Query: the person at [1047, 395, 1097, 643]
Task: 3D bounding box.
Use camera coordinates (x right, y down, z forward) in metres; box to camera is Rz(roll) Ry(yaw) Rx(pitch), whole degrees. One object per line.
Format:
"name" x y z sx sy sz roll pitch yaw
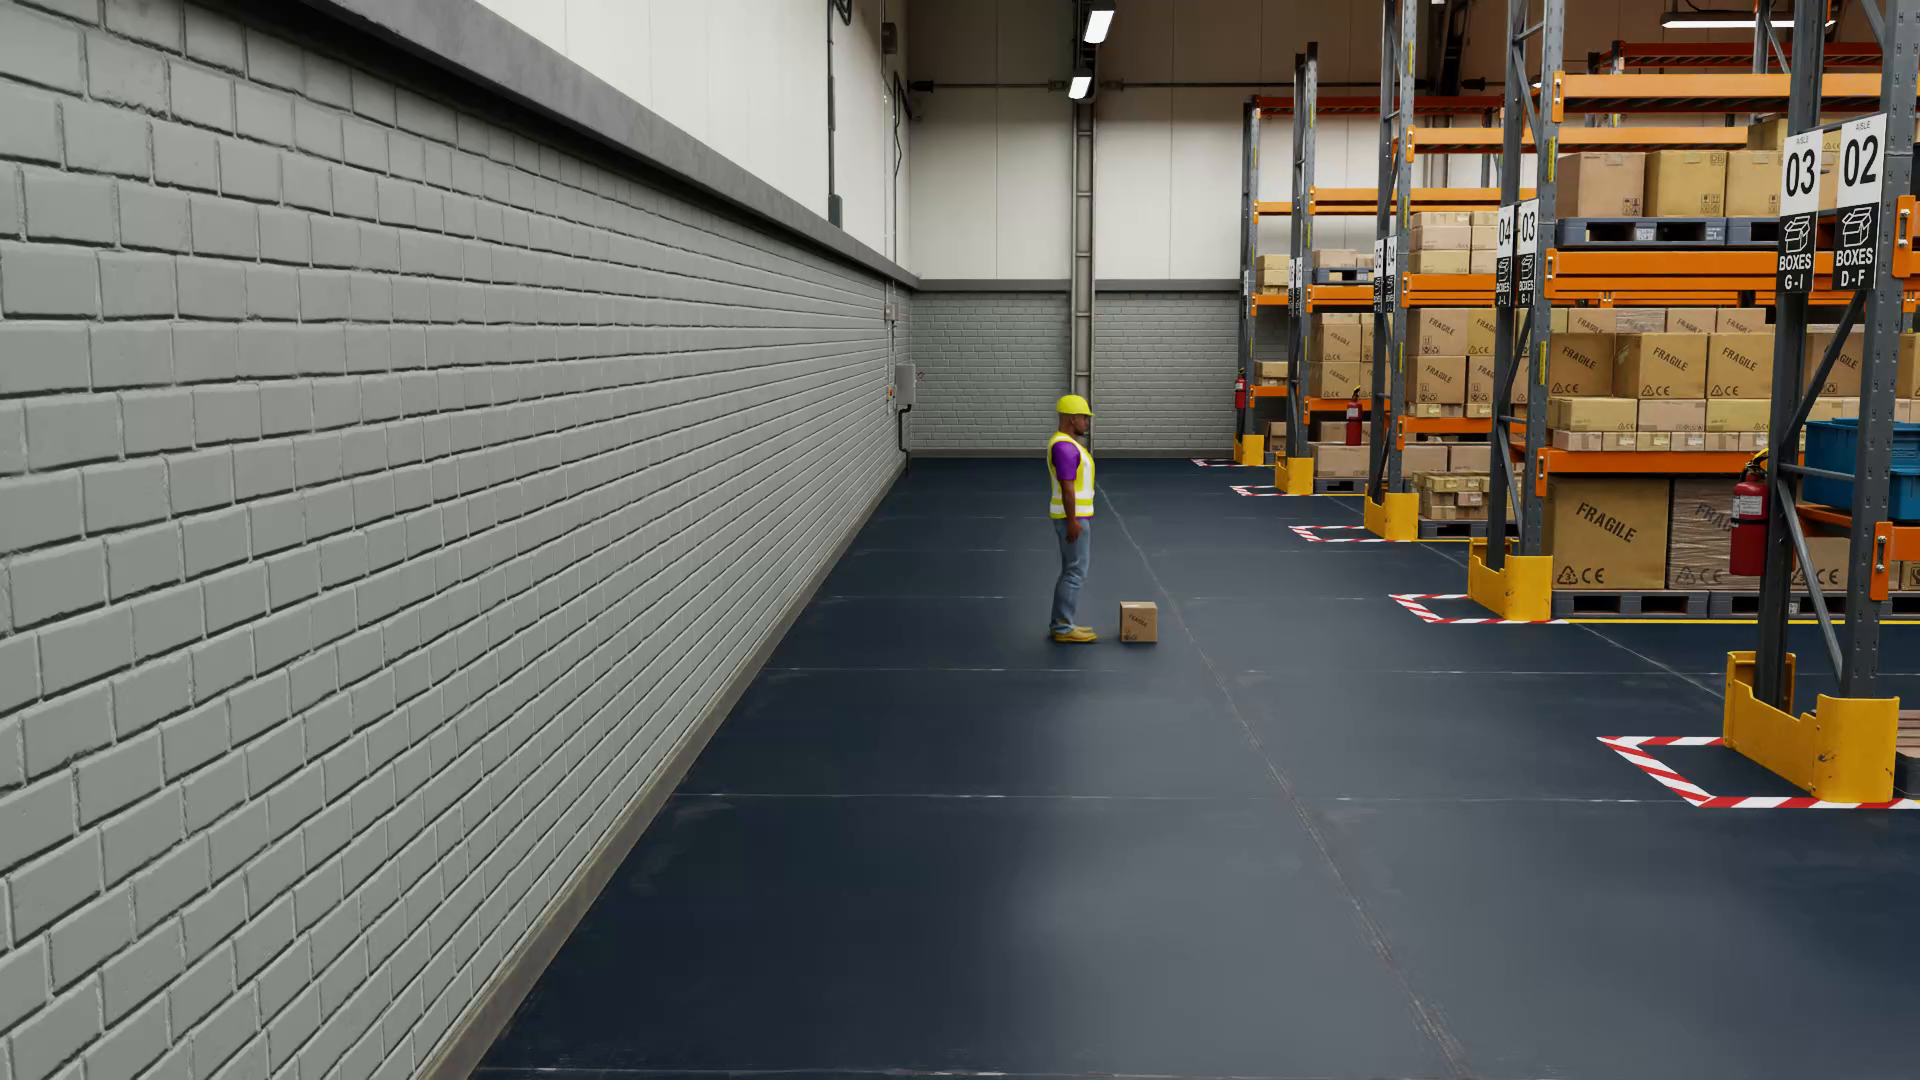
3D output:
"person" 0.804 -0.161 11.964 0.366 1.763 0.565 0 7 2
